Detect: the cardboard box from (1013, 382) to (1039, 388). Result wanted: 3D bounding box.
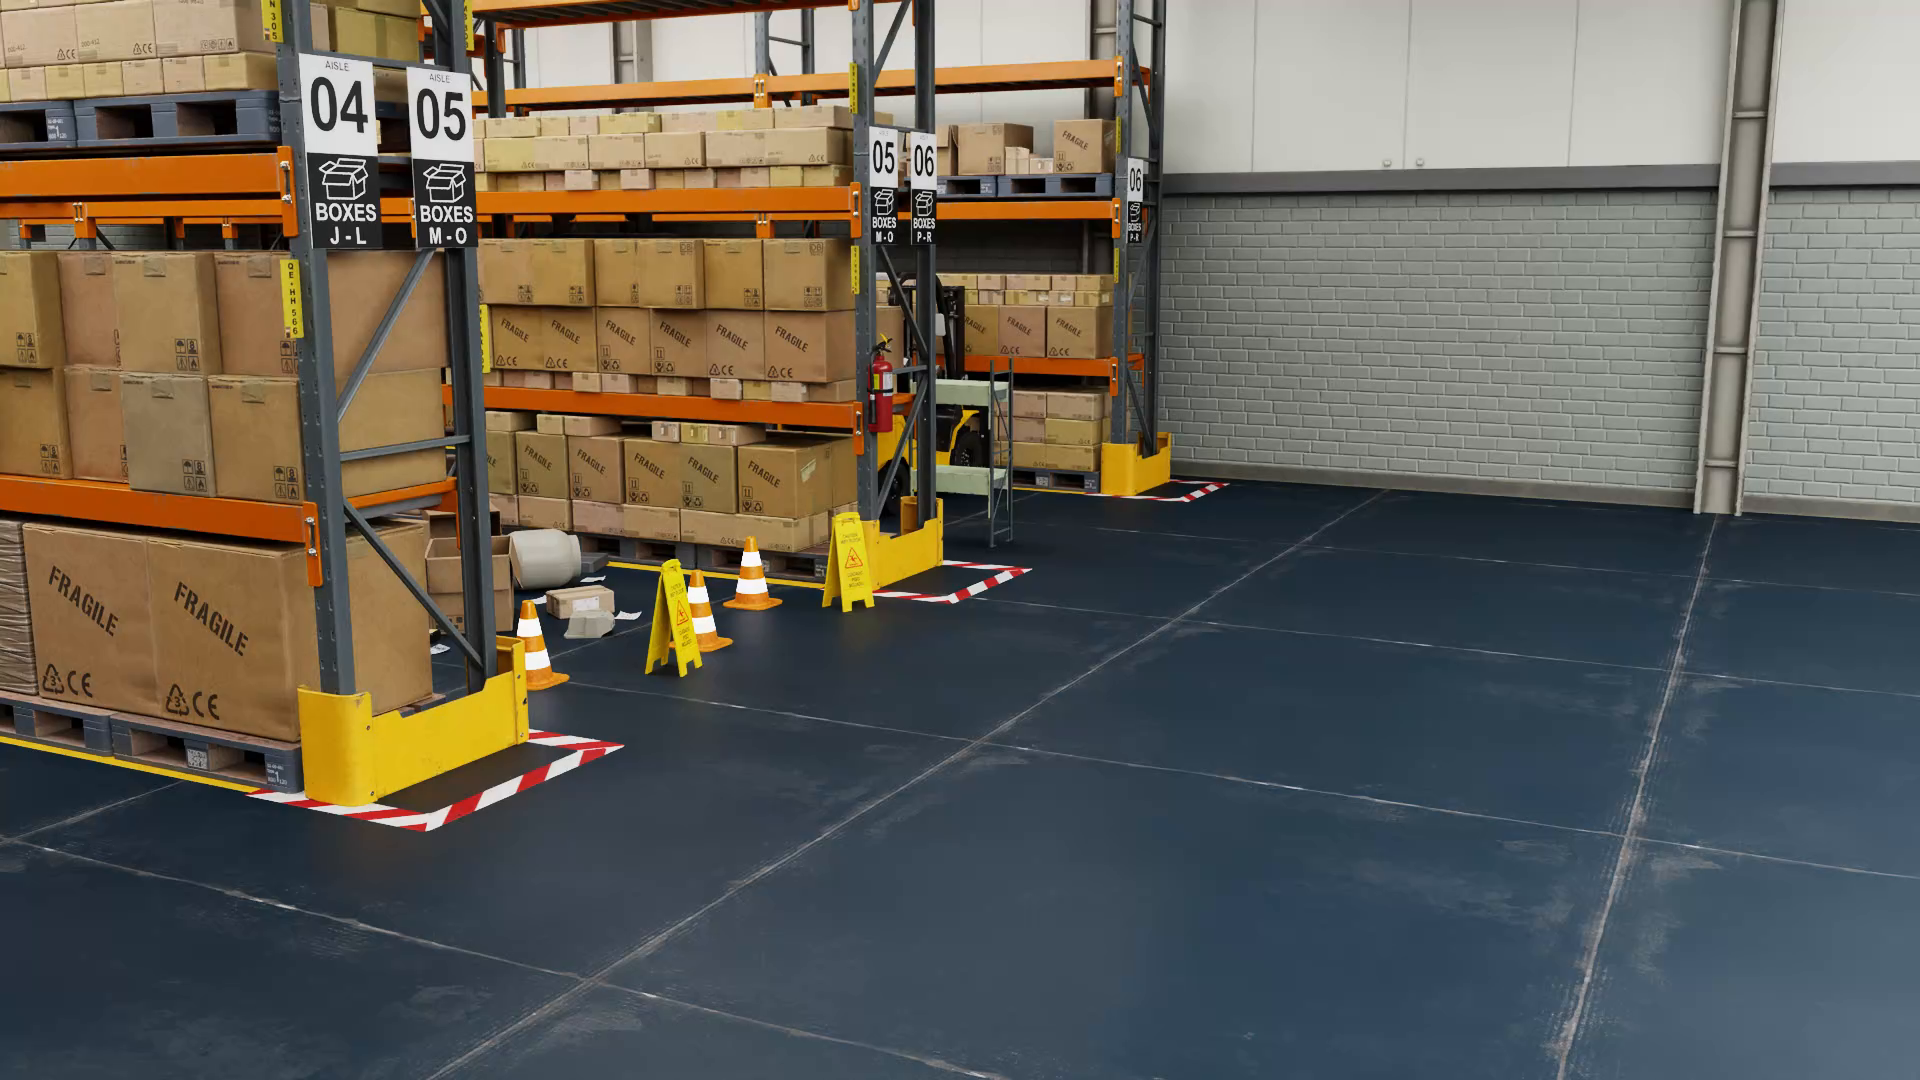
[{"bbox_3d":[0.499,-1.498,17.317,0.500,0.250,0.500,5,11,25],"label":"cardboard box"}]

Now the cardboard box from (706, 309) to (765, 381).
[{"bbox_3d":[-1.509,-1.446,12.178,0.500,0.500,0.500,5,11,26],"label":"cardboard box"}]

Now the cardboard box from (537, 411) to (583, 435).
[{"bbox_3d":[-3.083,-0.919,12.998,0.250,0.149,0.380,6,12,28],"label":"cardboard box"}]

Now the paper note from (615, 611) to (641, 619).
[{"bbox_3d":[-2.181,0.493,10.918,0.142,0.019,0.148,1,10,6],"label":"paper note"}]

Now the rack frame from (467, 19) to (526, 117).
[{"bbox_3d":[-5.434,-5.586,19.329,0.127,3.000,1.000,5,11,26],"label":"rack frame"}]

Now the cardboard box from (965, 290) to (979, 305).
[{"bbox_3d":[0.144,-2.452,16.754,0.250,0.149,0.380,5,11,26],"label":"cardboard box"}]

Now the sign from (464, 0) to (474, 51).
[{"bbox_3d":[-2.302,-2.446,7.722,0.005,0.325,0.100,5,11,26],"label":"sign"}]

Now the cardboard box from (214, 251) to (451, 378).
[{"bbox_3d":[-2.868,-1.053,7.673,0.550,0.550,0.875,5,11,26],"label":"cardboard box"}]

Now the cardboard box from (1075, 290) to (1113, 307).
[{"bbox_3d":[1.305,-2.355,16.217,0.250,0.149,0.380,5,11,27],"label":"cardboard box"}]

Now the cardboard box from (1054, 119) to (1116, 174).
[{"bbox_3d":[1.235,-3.781,16.036,0.500,0.500,0.500,5,12,28],"label":"cardboard box"}]

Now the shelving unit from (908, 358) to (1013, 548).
[{"bbox_3d":[0.006,-0.737,13.594,0.755,1.500,0.431,5,11,26],"label":"shelving unit"}]

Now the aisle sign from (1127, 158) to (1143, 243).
[{"bbox_3d":[1.669,-3.231,15.861,0.004,0.787,0.394,5,11,26],"label":"aisle sign"}]

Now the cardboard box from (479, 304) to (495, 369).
[{"bbox_3d":[-3.769,-1.643,13.267,0.500,0.500,0.500,5,11,26],"label":"cardboard box"}]

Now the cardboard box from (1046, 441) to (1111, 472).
[{"bbox_3d":[1.179,-0.844,16.514,0.500,0.250,0.500,5,11,26],"label":"cardboard box"}]

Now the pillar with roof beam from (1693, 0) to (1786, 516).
[{"bbox_3d":[4.990,-3.995,10.533,0.400,9.000,9.100,5,11,26],"label":"pillar with roof beam"}]

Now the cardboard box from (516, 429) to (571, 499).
[{"bbox_3d":[-3.145,-0.619,13.163,0.500,0.500,0.500,6,12,28],"label":"cardboard box"}]

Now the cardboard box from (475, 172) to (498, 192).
[{"bbox_3d":[-3.660,-2.785,12.978,0.250,0.149,0.380,5,11,26],"label":"cardboard box"}]

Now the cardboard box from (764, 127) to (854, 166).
[{"bbox_3d":[-1.031,-2.757,11.703,0.500,0.250,0.500,5,11,25],"label":"cardboard box"}]

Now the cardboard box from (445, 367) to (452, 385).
[{"bbox_3d":[-3.900,-1.327,13.342,0.250,0.149,0.380,5,11,26],"label":"cardboard box"}]

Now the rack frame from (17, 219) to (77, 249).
[{"bbox_3d":[-12.609,-3.265,23.347,0.127,3.000,1.000,5,11,26],"label":"rack frame"}]

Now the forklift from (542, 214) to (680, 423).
[{"bbox_3d":[-3.009,-1.618,14.438,1.130,2.935,3.031,-3,11,-18],"label":"forklift"}]

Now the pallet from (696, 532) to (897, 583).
[{"bbox_3d":[-1.234,0.086,12.665,1.213,0.211,1.003,5,11,26],"label":"pallet"}]

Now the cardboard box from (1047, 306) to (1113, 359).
[{"bbox_3d":[1.182,-2.050,16.354,0.500,0.500,0.500,5,11,25],"label":"cardboard box"}]

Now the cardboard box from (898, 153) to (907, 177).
[{"bbox_3d":[-0.651,-3.819,16.906,0.258,0.266,0.396,5,11,24],"label":"cardboard box"}]

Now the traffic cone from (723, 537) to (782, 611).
[{"bbox_3d":[-1.409,0.209,11.273,0.334,0.463,0.336,5,11,26],"label":"traffic cone"}]

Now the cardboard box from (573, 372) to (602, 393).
[{"bbox_3d":[-2.756,-1.224,12.777,0.250,0.149,0.380,5,11,26],"label":"cardboard box"}]

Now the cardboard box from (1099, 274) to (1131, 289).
[{"bbox_3d":[1.533,-2.579,16.622,0.250,0.149,0.380,5,11,25],"label":"cardboard box"}]

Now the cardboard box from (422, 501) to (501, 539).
[{"bbox_3d":[-3.681,0.004,12.295,0.500,0.500,0.500,-4,11,-23],"label":"cardboard box"}]

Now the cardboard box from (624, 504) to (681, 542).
[{"bbox_3d":[-2.230,-0.168,12.776,0.500,0.250,0.500,5,11,24],"label":"cardboard box"}]

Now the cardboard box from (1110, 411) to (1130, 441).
[{"bbox_3d":[1.410,-1.174,16.931,0.500,0.250,0.500,5,12,27],"label":"cardboard box"}]

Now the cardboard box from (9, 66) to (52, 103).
[{"bbox_3d":[-4.140,-2.093,7.695,0.250,0.149,0.380,5,11,26],"label":"cardboard box"}]

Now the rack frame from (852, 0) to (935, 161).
[{"bbox_3d":[-0.453,-4.163,11.464,0.127,3.000,1.000,5,11,26],"label":"rack frame"}]

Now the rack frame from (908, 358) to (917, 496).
[{"bbox_3d":[-0.322,-0.766,13.753,0.023,1.500,0.400,5,11,26],"label":"rack frame"}]

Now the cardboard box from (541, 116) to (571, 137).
[{"bbox_3d":[-2.955,-3.119,12.587,0.250,0.149,0.380,5,11,24],"label":"cardboard box"}]

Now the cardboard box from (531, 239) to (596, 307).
[{"bbox_3d":[-2.855,-2.057,12.749,0.500,0.500,0.700,5,11,25],"label":"cardboard box"}]

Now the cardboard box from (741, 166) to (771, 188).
[{"bbox_3d":[-1.358,-2.588,11.888,0.250,0.149,0.380,5,12,28],"label":"cardboard box"}]

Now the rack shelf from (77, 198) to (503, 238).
[{"bbox_3d":[-5.834,-2.806,14.408,4.000,0.370,1.077,5,11,26],"label":"rack shelf"}]

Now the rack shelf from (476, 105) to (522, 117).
[{"bbox_3d":[-7.228,-5.193,20.300,4.000,0.370,1.077,5,11,26],"label":"rack shelf"}]

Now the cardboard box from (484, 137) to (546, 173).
[{"bbox_3d":[-3.300,-2.957,12.810,0.500,0.250,0.500,5,11,25],"label":"cardboard box"}]

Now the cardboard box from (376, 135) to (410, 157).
[{"bbox_3d":[-4.628,-3.158,13.576,0.500,0.250,0.500,5,11,25],"label":"cardboard box"}]

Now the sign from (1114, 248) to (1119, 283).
[{"bbox_3d":[1.487,-2.605,15.783,0.005,0.325,0.100,5,11,26],"label":"sign"}]

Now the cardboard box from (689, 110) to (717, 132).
[{"bbox_3d":[-1.759,-3.028,12.079,0.250,0.149,0.380,5,11,26],"label":"cardboard box"}]

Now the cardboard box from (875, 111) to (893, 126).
[{"bbox_3d":[-0.681,-3.016,12.018,0.250,0.149,0.380,5,11,25],"label":"cardboard box"}]

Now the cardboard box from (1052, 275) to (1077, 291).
[{"bbox_3d":[1.091,-2.528,16.337,0.250,0.149,0.380,5,11,26],"label":"cardboard box"}]

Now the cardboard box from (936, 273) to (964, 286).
[{"bbox_3d":[-0.053,-2.633,16.920,0.250,0.149,0.380,5,11,27],"label":"cardboard box"}]

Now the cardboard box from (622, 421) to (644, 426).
[{"bbox_3d":[-2.934,-0.705,13.640,0.500,0.500,0.500,5,12,27],"label":"cardboard box"}]

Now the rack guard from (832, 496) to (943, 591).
[{"bbox_3d":[-0.521,0.013,12.254,0.348,0.500,1.175,5,11,26],"label":"rack guard"}]

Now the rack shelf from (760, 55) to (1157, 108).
[{"bbox_3d":[-0.054,-4.563,16.817,4.000,0.370,1.077,5,11,26],"label":"rack shelf"}]

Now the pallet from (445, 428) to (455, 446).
[{"bbox_3d":[-6.087,-1.327,20.470,1.213,0.211,1.003,5,11,26],"label":"pallet"}]

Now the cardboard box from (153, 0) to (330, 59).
[{"bbox_3d":[-3.115,-2.211,7.226,0.500,0.250,0.500,5,11,27],"label":"cardboard box"}]

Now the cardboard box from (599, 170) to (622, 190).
[{"bbox_3d":[-2.484,-2.693,12.470,0.250,0.149,0.380,5,11,26],"label":"cardboard box"}]

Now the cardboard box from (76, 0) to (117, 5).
[{"bbox_3d":[-3.691,-2.446,7.405,0.250,0.149,0.380,5,12,27],"label":"cardboard box"}]

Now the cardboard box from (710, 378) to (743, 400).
[{"bbox_3d":[-1.624,-1.124,12.223,0.250,0.149,0.380,5,12,27],"label":"cardboard box"}]

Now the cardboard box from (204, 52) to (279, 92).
[{"bbox_3d":[-3.001,-1.993,7.141,0.250,0.149,0.380,5,11,26],"label":"cardboard box"}]

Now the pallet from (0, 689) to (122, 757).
[{"bbox_3d":[-4.394,0.813,8.646,1.213,0.211,1.003,5,11,26],"label":"pallet"}]
